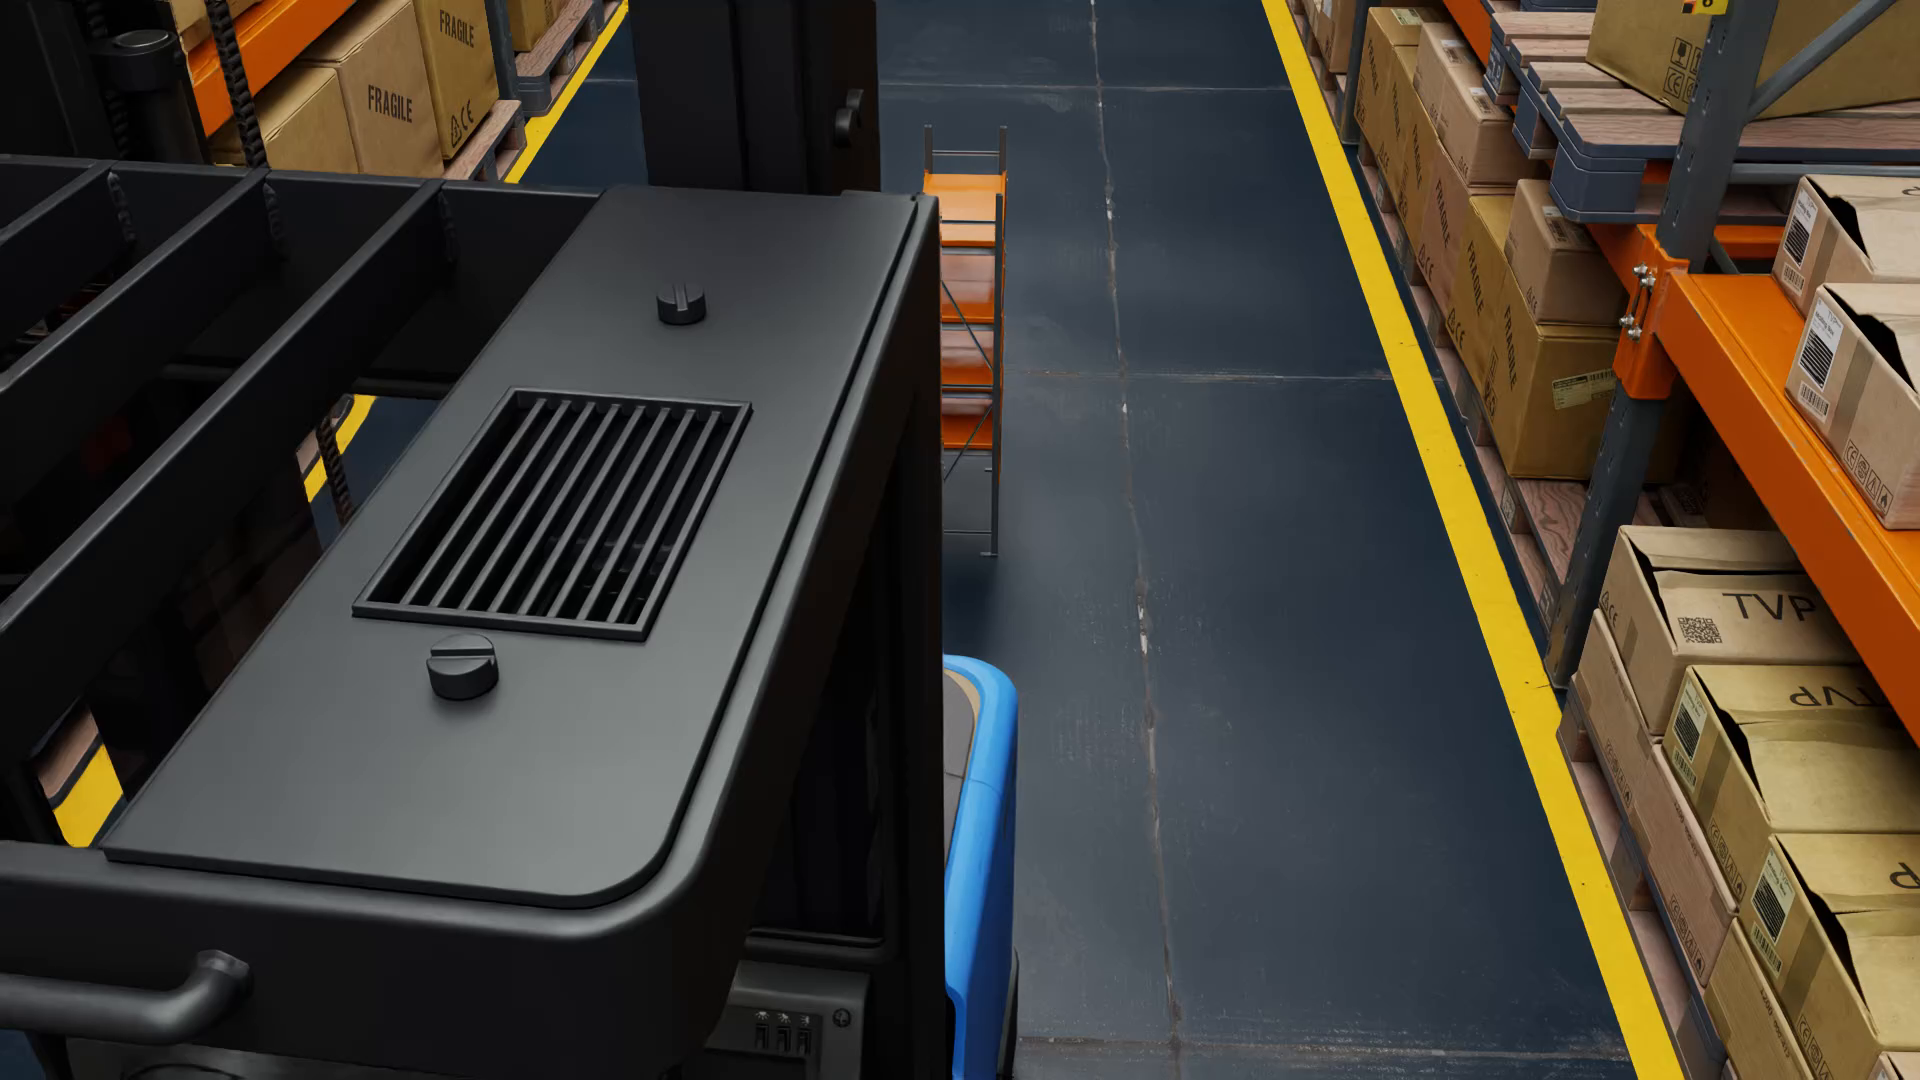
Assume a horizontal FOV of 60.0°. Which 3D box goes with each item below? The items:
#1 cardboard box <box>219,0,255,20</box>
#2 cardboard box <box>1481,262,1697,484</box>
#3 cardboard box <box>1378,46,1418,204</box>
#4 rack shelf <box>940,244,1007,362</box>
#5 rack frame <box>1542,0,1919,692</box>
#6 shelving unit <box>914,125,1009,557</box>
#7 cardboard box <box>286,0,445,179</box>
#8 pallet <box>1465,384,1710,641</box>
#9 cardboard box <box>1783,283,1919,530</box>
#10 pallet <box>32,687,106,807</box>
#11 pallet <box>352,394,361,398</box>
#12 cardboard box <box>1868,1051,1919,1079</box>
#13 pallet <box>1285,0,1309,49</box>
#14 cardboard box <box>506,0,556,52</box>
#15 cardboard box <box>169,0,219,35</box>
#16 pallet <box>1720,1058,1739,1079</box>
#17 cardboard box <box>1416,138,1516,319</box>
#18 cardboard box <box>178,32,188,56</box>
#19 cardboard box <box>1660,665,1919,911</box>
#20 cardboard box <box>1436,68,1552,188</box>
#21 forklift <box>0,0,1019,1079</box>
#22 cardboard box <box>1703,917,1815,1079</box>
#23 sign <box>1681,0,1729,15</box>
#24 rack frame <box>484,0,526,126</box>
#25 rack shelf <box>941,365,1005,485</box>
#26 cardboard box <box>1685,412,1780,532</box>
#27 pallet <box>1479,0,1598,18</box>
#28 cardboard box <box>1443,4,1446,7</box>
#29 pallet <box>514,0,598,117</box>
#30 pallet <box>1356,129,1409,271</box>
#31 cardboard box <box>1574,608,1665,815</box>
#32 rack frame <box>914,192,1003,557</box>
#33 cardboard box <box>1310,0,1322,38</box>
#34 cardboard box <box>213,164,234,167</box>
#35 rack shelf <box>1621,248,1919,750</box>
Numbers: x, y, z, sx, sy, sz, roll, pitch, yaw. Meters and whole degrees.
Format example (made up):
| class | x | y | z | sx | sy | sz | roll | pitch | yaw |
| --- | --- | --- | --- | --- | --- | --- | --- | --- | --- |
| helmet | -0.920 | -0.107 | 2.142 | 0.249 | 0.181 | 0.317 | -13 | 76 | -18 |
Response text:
| class | x | y | z | sx | sy | sz | roll | pitch | yaw |
| --- | --- | --- | --- | --- | --- | --- | --- | --- | --- |
| cardboard box | -2.522 | -1.769 | 5.359 | 0.380 | 0.149 | 0.250 | 2 | 35 | 3 |
| cardboard box | 1.963 | -0.527 | 5.183 | 0.500 | 0.500 | 0.500 | 3 | 35 | 4 |
| cardboard box | 2.047 | -1.704 | 6.857 | 0.500 | 0.500 | 0.500 | 2 | 35 | 3 |
| rack shelf | 0.007 | -0.714 | 4.950 | 0.258 | 0.148 | 0.480 | 1 | 35 | 2 |
| rack frame | 2.160 | -0.827 | 3.818 | 1.000 | 3.000 | 0.127 | 1 | 35 | 2 |
| shelving unit | 0.007 | -0.586 | 5.040 | 0.258 | 1.200 | 0.503 | 1 | 35 | 2 |
| cardboard box | -2.558 | -1.643 | 6.483 | 0.750 | 0.750 | 0.750 | 2 | 35 | 3 |
| pallet | 2.228 | -0.114 | 5.229 | 1.003 | 0.211 | 1.213 | 1 | 35 | 2 |
| cardboard box | 1.930 | -0.281 | 3.119 | 0.500 | 0.311 | 0.500 | 1 | 35 | 1 |
| pallet | -2.823 | 0.650 | 4.141 | 1.003 | 0.211 | 1.213 | 1 | 35 | 2 |
| pallet | -2.631 | -0.949 | 6.417 | 1.003 | 0.211 | 1.213 | 1 | 35 | 2 |
| cardboard box | 1.790 | 1.081 | 2.642 | 0.500 | 0.311 | 0.500 | 1 | 35 | 1 |
| pallet | 2.395 | -3.082 | 9.451 | 1.003 | 0.211 | 1.213 | 1 | 35 | 2 |
| cardboard box | -2.497 | -2.814 | 8.454 | 0.700 | 0.500 | 0.500 | 2 | 35 | 2 |
| cardboard box | -2.484 | -1.684 | 4.675 | 0.500 | 0.500 | 0.500 | 2 | 35 | 3 |
| pallet | 2.036 | 1.485 | 2.954 | 1.003 | 0.211 | 1.213 | 1 | 35 | 2 |
| cardboard box | 1.999 | -1.126 | 6.035 | 0.500 | 0.500 | 0.500 | 0 | 35 | 0 |
| cardboard box | -2.544 | -1.471 | 4.936 | 0.380 | 0.149 | 0.250 | 1 | 35 | 1 |
| cardboard box | 1.833 | 0.493 | 3.479 | 0.500 | 0.311 | 0.500 | 1 | 35 | 1 |
| cardboard box | 1.998 | -1.454 | 5.850 | 0.500 | 0.250 | 0.500 | 1 | 35 | 1 |
| forklift | -0.594 | 0.700 | 1.706 | 1.130 | 2.935 | 3.031 | 5 | 35 | 6 |
| cardboard box | 1.811 | 1.008 | 3.234 | 0.500 | 0.250 | 0.500 | 0 | 35 | 1 |
| sign | 1.617 | -1.276 | 3.518 | 0.100 | 0.325 | 0.005 | 1 | 35 | 2 |
| rack frame | -2.629 | -3.238 | 7.248 | 1.000 | 3.000 | 0.127 | 1 | 35 | 2 |
| rack shelf | 0.007 | -0.368 | 5.193 | 0.258 | 0.148 | 0.480 | 1 | 35 | 2 |
| cardboard box | 2.464 | -0.239 | 4.773 | 0.500 | 0.500 | 0.500 | 3 | 35 | 4 |
| pallet | 2.233 | -1.866 | 5.463 | 1.003 | 0.211 | 1.213 | 1 | 35 | 2 |
| cardboard box | 2.553 | -2.441 | 8.071 | 0.500 | 0.311 | 0.500 | 1 | 35 | 2 |
| pallet | -2.521 | -2.532 | 8.669 | 1.003 | 0.211 | 1.213 | 1 | 35 | 2 |
| pallet | 2.326 | -1.516 | 7.224 | 1.003 | 0.211 | 1.213 | 1 | 35 | 2 |
| cardboard box | 1.845 | 0.420 | 4.070 | 0.500 | 0.250 | 0.500 | 1 | 35 | 2 |
| rack frame | -0.003 | -0.446 | 4.841 | 0.240 | 1.200 | 0.015 | 1 | 35 | 2 |
| cardboard box | 2.015 | -2.690 | 8.565 | 0.380 | 0.149 | 0.250 | 1 | 35 | 2 |
| cardboard box | -2.629 | -0.651 | 5.072 | 0.750 | 0.750 | 0.750 | 1 | 35 | 1 |
| rack shelf | 2.079 | 0.616 | 2.390 | 1.077 | 0.370 | 4.000 | 1 | 35 | 2 |
